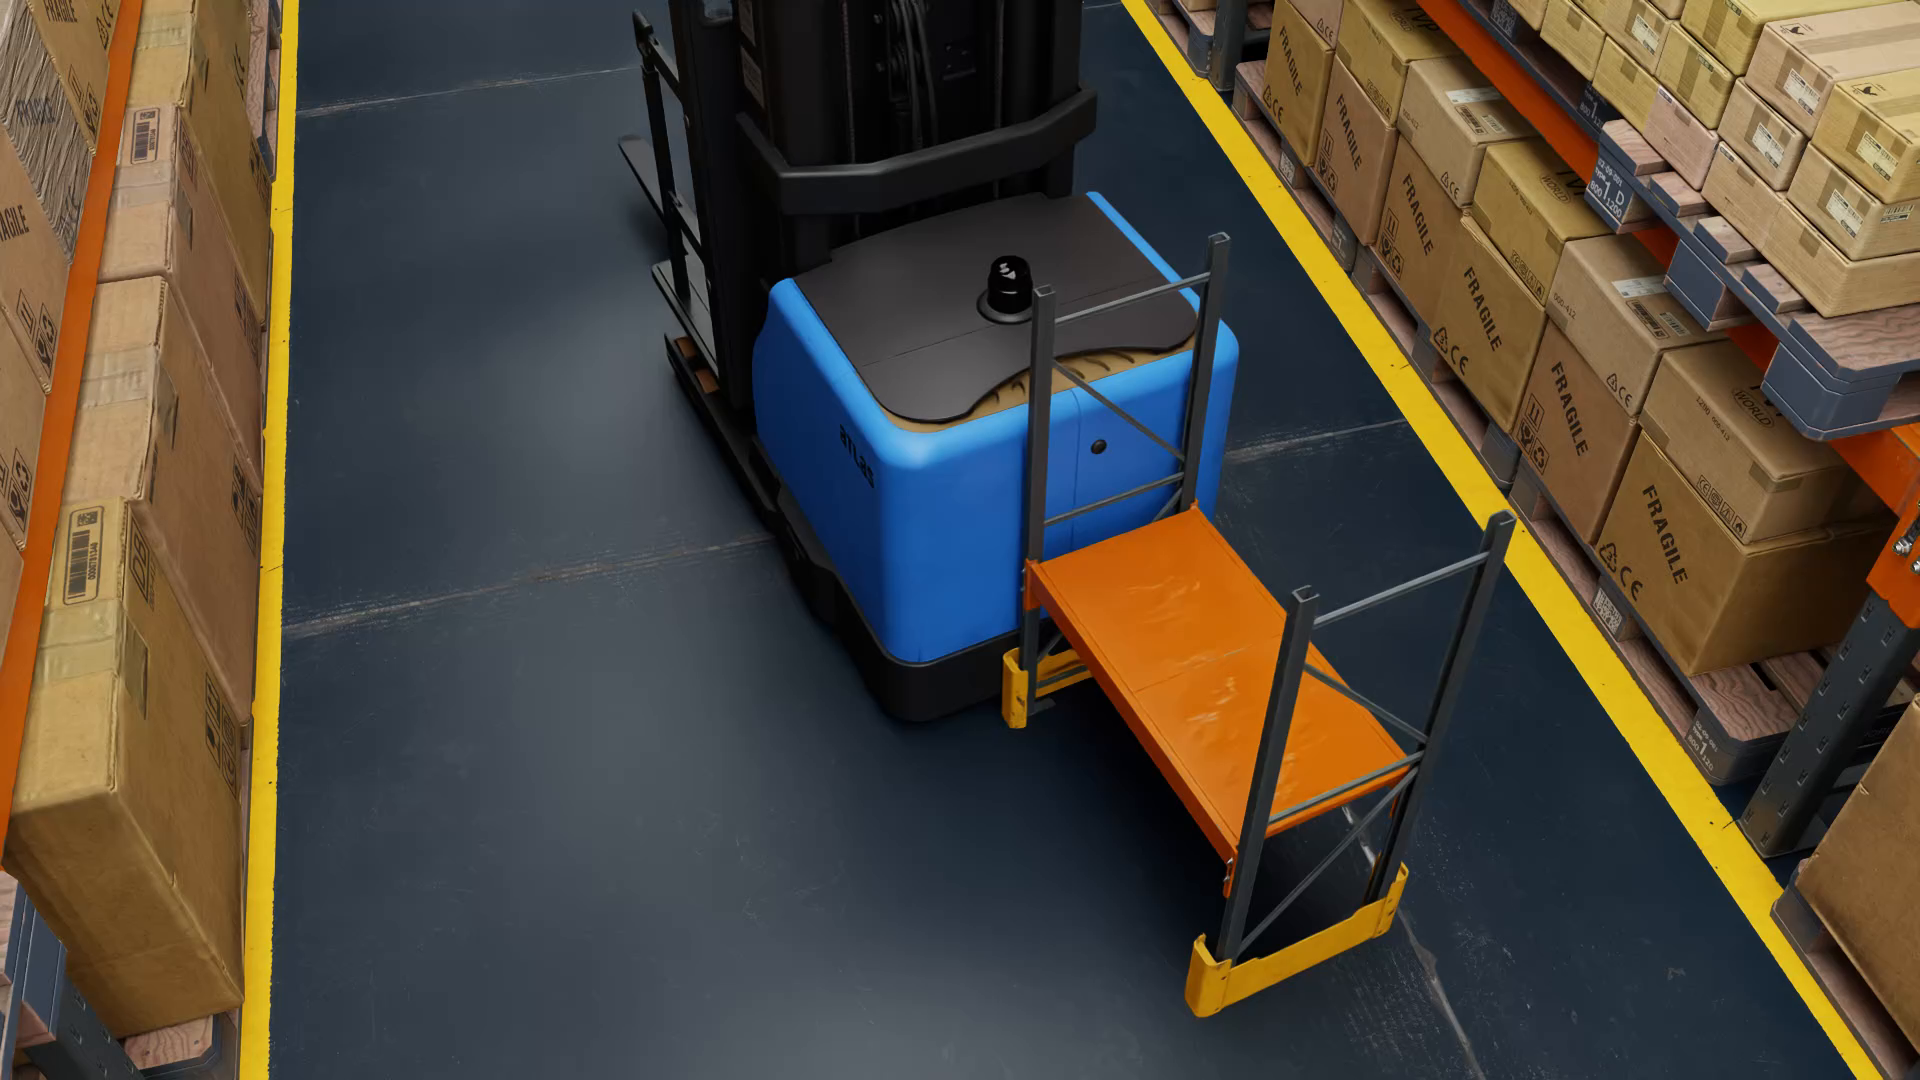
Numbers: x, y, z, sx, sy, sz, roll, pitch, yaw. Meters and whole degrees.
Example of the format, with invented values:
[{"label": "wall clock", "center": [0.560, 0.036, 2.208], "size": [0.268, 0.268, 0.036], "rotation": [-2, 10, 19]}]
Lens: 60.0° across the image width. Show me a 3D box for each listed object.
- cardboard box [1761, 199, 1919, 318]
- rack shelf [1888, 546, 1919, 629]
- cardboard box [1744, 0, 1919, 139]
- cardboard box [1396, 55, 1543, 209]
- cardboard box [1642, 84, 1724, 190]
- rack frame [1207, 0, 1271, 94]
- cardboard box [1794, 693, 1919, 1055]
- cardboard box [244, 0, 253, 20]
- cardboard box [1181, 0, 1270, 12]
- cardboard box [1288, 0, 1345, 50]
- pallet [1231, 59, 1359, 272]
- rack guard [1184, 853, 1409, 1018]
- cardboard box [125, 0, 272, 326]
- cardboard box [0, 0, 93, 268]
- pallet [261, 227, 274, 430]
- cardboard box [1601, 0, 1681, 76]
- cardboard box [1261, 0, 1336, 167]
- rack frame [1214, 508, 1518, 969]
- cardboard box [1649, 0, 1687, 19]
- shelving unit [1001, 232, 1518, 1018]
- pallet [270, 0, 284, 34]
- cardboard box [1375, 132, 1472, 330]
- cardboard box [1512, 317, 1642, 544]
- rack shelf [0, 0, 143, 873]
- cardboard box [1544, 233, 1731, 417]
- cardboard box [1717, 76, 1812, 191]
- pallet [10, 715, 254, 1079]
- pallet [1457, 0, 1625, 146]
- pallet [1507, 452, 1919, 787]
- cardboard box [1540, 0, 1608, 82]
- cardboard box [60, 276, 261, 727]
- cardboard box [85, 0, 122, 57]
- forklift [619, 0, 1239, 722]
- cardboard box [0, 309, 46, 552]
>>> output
[{"label": "cardboard box", "center": [2.025, -0.647, 3.666], "size": [0.380, 0.149, 0.250], "rotation": [-10, 46, -10]}, {"label": "rack shelf", "center": [3.108, 1.301, 2.378], "size": [1.077, 0.370, 4.000], "rotation": [-11, 47, -10]}, {"label": "cardboard box", "center": [1.965, -1.027, 3.621], "size": [0.380, 0.149, 0.250], "rotation": [-11, 47, -11]}, {"label": "cardboard box", "center": [1.770, -1.349, 5.403], "size": [0.500, 0.250, 0.500], "rotation": [-9, 46, -9]}, {"label": "cardboard box", "center": [1.897, -0.996, 4.008], "size": [0.380, 0.149, 0.250], "rotation": [-10, 46, -10]}, {"label": "rack frame", "center": [1.572, -3.093, 6.181], "size": [1.000, 3.000, 0.127], "rotation": [-11, 47, -10]}, {"label": "cardboard box", "center": [2.665, 0.746, 3.700], "size": [1.050, 0.750, 0.750], "rotation": [-11, 47, -11]}, {"label": "cardboard box", "center": [-3.571, -2.751, 7.039], "size": [0.875, 0.875, 0.875], "rotation": [-11, 47, -10]}, {"label": "cardboard box", "center": [1.142, -2.450, 7.253], "size": [0.380, 0.149, 0.250], "rotation": [-10, 46, -10]}, {"label": "cardboard box", "center": [1.505, -2.069, 6.108], "size": [0.500, 0.250, 0.500], "rotation": [-13, 47, -12]}, {"label": "pallet", "center": [1.772, -1.580, 6.650], "size": [1.003, 0.211, 1.213], "rotation": [-11, 47, -10]}, {"label": "rack guard", "center": [0.832, 0.976, 4.118], "size": [0.587, 0.250, 0.087], "rotation": [-19, 49, -18]}, {"label": "cardboard box", "center": [-3.066, -1.221, 5.540], "size": [1.225, 0.875, 0.875], "rotation": [-11, 47, -10]}, {"label": "cardboard box", "center": [-2.481, -0.969, 4.029], "size": [0.500, 0.500, 0.500], "rotation": [-11, 47, -10]}, {"label": "pallet", "center": [-2.979, -0.761, 5.848], "size": [1.003, 0.211, 1.213], "rotation": [-11, 47, -10]}, {"label": "cardboard box", "center": [1.826, -1.290, 4.088], "size": [0.380, 0.149, 0.250], "rotation": [-11, 47, -10]}, {"label": "cardboard box", "center": [1.504, -1.806, 6.376], "size": [0.500, 0.500, 0.500], "rotation": [-9, 46, -9]}, {"label": "rack frame", "center": [0.840, 0.551, 3.659], "size": [0.500, 1.500, 0.032], "rotation": [-19, 49, -18]}, {"label": "cardboard box", "center": [1.826, -1.391, 3.979], "size": [0.380, 0.149, 0.250], "rotation": [-9, 46, -9]}, {"label": "shelving unit", "center": [0.613, 0.219, 3.985], "size": [0.587, 1.500, 1.083], "rotation": [-19, 49, -18]}, {"label": "pallet", "center": [-3.684, -2.663, 7.712], "size": [1.003, 0.211, 1.213], "rotation": [-11, 47, -10]}, {"label": "cardboard box", "center": [1.789, -1.082, 5.666], "size": [0.500, 0.500, 0.500], "rotation": [-10, 46, -10]}, {"label": "cardboard box", "center": [2.045, -0.369, 4.968], "size": [0.500, 0.500, 0.500], "rotation": [-9, 46, -9]}, {"label": "rack shelf", "center": [-2.737, -0.623, 4.264], "size": [1.077, 0.370, 4.000], "rotation": [-11, 47, -10]}, {"label": "cardboard box", "center": [2.027, -0.637, 4.705], "size": [0.500, 0.250, 0.500], "rotation": [-10, 46, -10]}, {"label": "cardboard box", "center": [1.959, -0.936, 3.741], "size": [0.380, 0.149, 0.250], "rotation": [-9, 46, -9]}, {"label": "pallet", "center": [-2.354, 0.924, 4.197], "size": [1.003, 0.211, 1.213], "rotation": [-11, 47, -10]}, {"label": "pallet", "center": [2.049, -1.623, 4.875], "size": [1.003, 0.211, 1.213], "rotation": [-11, 47, -10]}, {"label": "pallet", "center": [2.397, 0.105, 4.999], "size": [1.003, 0.211, 1.213], "rotation": [-11, 47, -10]}, {"label": "cardboard box", "center": [1.766, -1.354, 4.359], "size": [0.380, 0.149, 0.250], "rotation": [-13, 47, -12]}, {"label": "cardboard box", "center": [-2.602, 0.005, 4.338], "size": [1.225, 0.875, 0.875], "rotation": [-11, 47, -10]}, {"label": "cardboard box", "center": [-2.745, -1.675, 4.721], "size": [0.500, 0.500, 0.500], "rotation": [-9, 46, -9]}, {"label": "forklift", "center": [-0.362, -1.576, 4.743], "size": [1.130, 2.935, 3.031], "rotation": [-19, 49, -18]}, {"label": "cardboard box", "center": [-2.221, -0.270, 3.344], "size": [0.500, 0.500, 0.500], "rotation": [-12, 47, -11]}]
